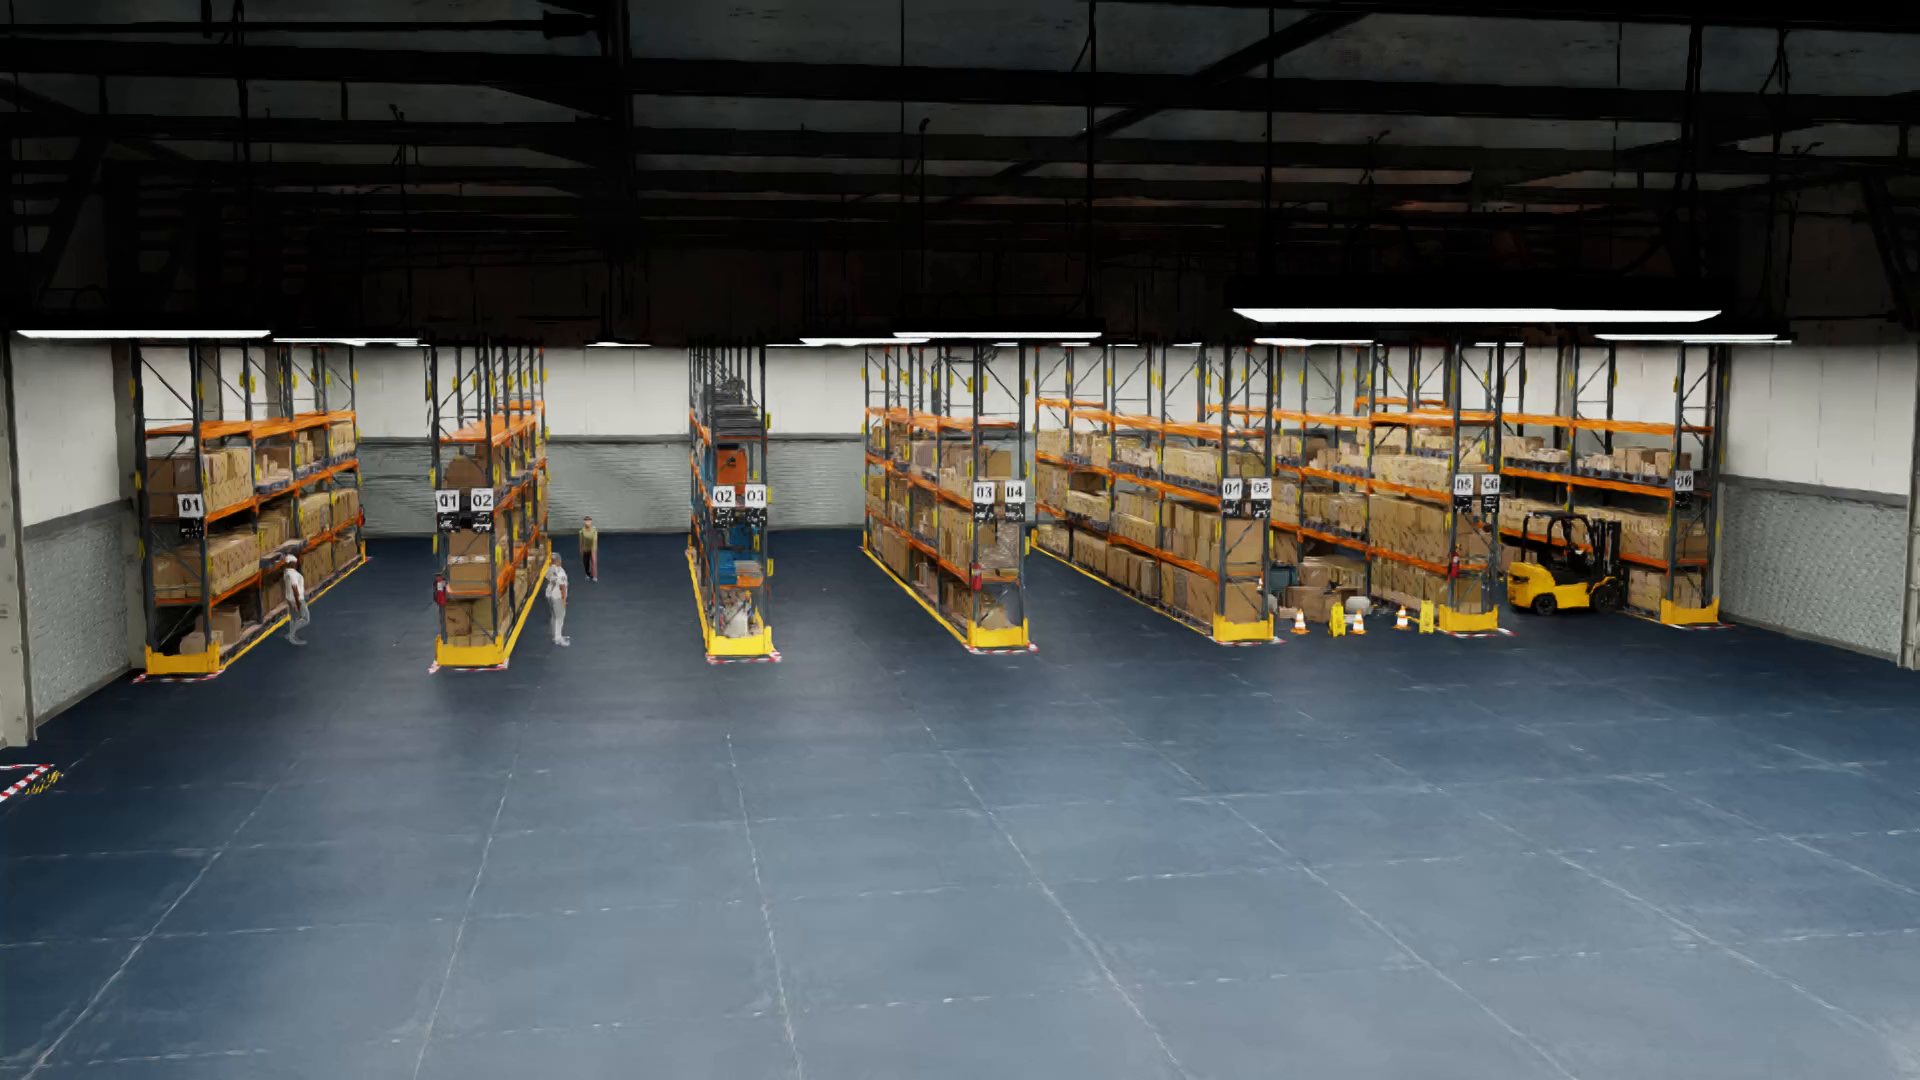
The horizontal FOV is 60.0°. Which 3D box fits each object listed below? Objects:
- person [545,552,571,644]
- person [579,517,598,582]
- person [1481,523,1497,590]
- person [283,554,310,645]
[{"bbox_3d":[-7.829,1.125,32.455,0.475,1.762,0.595,-6,9,-41],"label":"person"},{"bbox_3d":[-9.180,0.207,41.083,0.451,1.585,1.097,-1,7,-12],"label":"person"},{"bbox_3d":[12.554,0.376,39.682,0.529,1.590,0.516,2,7,17],"label":"person"},{"bbox_3d":[-12.889,1.160,32.203,0.457,1.763,0.609,-5,8,-37],"label":"person"}]
